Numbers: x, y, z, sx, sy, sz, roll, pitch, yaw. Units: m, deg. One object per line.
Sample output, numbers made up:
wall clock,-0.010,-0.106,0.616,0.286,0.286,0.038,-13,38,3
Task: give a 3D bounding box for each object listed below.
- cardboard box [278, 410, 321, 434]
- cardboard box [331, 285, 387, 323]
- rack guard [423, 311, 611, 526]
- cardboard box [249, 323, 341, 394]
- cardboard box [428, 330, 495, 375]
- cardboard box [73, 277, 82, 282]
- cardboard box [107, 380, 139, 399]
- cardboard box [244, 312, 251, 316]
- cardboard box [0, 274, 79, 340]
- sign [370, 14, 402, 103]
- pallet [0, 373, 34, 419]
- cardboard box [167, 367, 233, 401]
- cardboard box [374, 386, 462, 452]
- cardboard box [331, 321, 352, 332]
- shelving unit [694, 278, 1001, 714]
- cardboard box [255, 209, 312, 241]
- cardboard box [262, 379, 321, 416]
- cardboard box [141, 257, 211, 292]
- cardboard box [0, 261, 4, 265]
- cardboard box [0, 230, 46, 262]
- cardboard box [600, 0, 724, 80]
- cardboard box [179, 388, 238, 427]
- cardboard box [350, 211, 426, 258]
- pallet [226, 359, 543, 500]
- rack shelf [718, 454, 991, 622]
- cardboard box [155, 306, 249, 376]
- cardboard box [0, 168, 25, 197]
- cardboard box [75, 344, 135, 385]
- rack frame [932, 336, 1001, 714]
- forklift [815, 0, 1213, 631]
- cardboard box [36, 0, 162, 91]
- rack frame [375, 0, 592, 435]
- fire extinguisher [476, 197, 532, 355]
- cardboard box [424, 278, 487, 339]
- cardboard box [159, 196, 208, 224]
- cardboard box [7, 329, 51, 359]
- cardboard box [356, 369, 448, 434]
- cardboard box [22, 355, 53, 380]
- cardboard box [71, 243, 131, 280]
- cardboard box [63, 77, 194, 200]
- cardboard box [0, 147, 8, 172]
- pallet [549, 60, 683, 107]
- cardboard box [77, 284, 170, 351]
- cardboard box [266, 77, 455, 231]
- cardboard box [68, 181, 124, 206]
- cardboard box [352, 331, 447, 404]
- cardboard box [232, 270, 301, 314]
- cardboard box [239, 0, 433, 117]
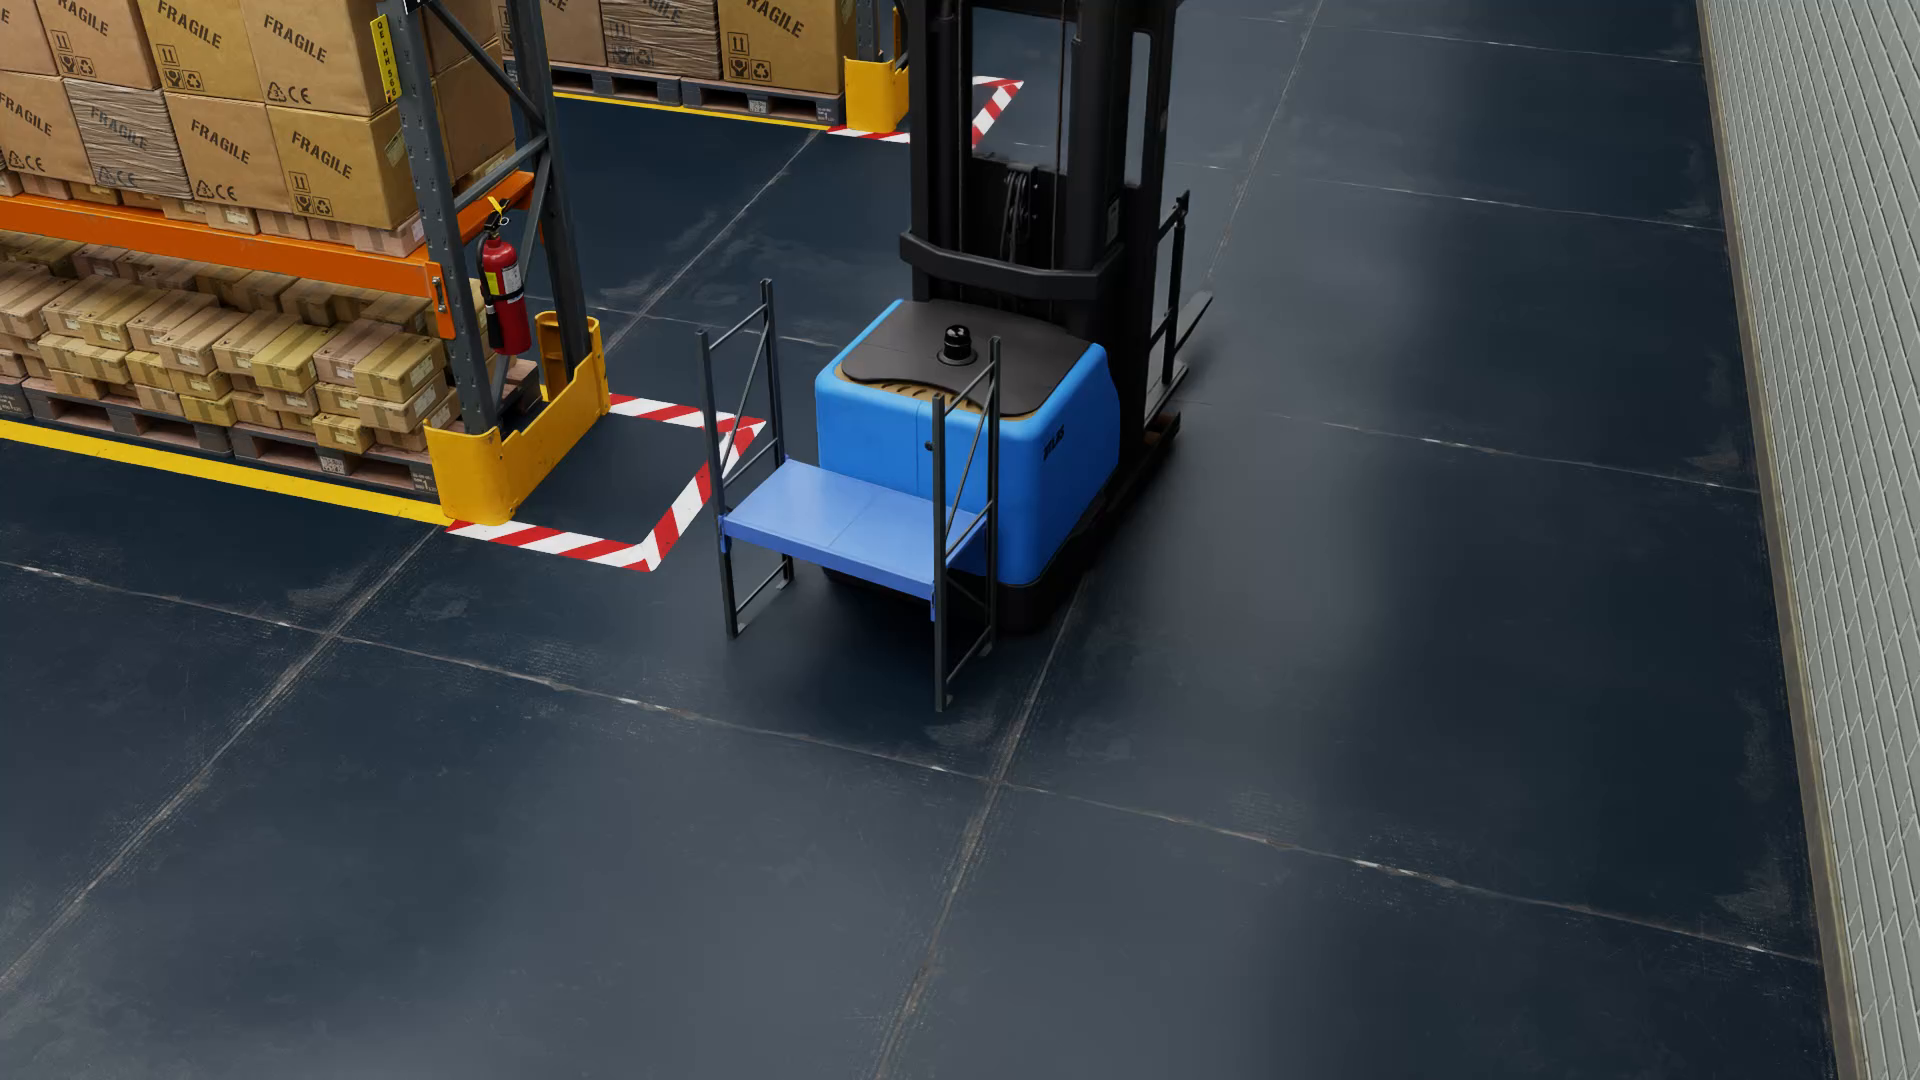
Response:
cardboard box,-3.140,-0.690,8.207,0.250,0.149,0.380,10,38,14
cardboard box,-2.974,-1.253,8.471,0.250,0.149,0.380,10,38,14
rack guard,-2.146,-0.617,8.166,0.348,0.500,1.175,10,38,14
cardboard box,-3.162,-0.872,7.953,0.250,0.149,0.380,10,37,13
cardboard box,-2.497,-0.989,8.363,0.250,0.149,0.380,12,38,16
cardboard box,-4.514,-1.370,8.881,0.250,0.149,0.380,11,38,15
cardboard box,-4.116,-0.882,8.469,0.250,0.149,0.380,12,38,15
cardboard box,-3.496,-1.162,8.598,0.250,0.149,0.380,9,37,12
cardboard box,-4.649,-1.176,8.366,0.250,0.149,0.380,11,38,15
sign,-2.258,-1.893,6.548,0.005,0.325,0.100,10,38,14
pallet,-5.240,-1.095,9.060,1.213,0.211,1.003,10,38,14
cardboard box,-3.657,-0.858,8.185,0.250,0.149,0.380,11,38,15
cardboard box,-2.638,-0.606,8.094,0.250,0.149,0.380,11,38,15
cardboard box,-3.002,-1.062,8.462,0.250,0.149,0.380,11,38,14
shelving unit,-0.425,-0.168,6.714,1.048,1.500,0.538,17,40,22
cardboard box,-2.939,-1.508,7.480,0.250,0.149,0.380,10,38,13
cardboard box,-3.159,-0.773,8.070,0.250,0.149,0.380,9,37,12
cardboard box,-4.003,-1.367,8.626,0.250,0.149,0.380,11,38,14
cardboard box,-5.123,-1.300,8.535,0.250,0.149,0.380,10,38,13
cardboard box,-4.979,-1.599,8.941,0.250,0.149,0.380,10,38,13
cardboard box,-2.001,-3.941,12.012,0.875,0.875,0.875,10,38,14
cardboard box,-3.642,-0.735,8.270,0.250,0.149,0.380,9,37,12
cardboard box,-2.469,-1.407,7.342,0.250,0.149,0.380,11,38,14
pallet,-2.911,-0.664,8.474,1.213,0.211,1.003,10,38,14
rack shelf,-0.425,-0.024,6.820,1.000,0.185,0.538,17,40,22
cardboard box,-3.663,-0.969,8.085,0.250,0.149,0.380,12,38,16
cardboard box,-4.447,-1.775,7.844,0.250,0.149,0.380,12,38,16
cardboard box,-4.167,-0.946,8.305,0.250,0.149,0.380,11,38,14
rack frame,0.027,-0.031,6.526,0.032,1.500,0.500,17,40,22
forklift,0.462,-1.655,7.526,1.130,2.935,3.031,15,39,20
cardboard box,-3.567,-2.289,7.151,0.500,0.500,0.500,12,38,16
rack frame,-2.073,-1.610,7.407,0.127,3.000,1.000,10,38,14
fire extinguisher,-1.971,-1.123,7.125,0.183,0.674,0.296,10,38,14
cardboard box,-2.472,-1.155,8.338,0.250,0.149,0.380,9,37,12
cardboard box,-3.432,-1.603,7.609,0.250,0.149,0.380,9,37,12
cardboard box,-4.617,-1.085,8.493,0.250,0.149,0.380,12,38,16
cardboard box,-2.662,-0.683,7.947,0.250,0.149,0.380,10,37,13
cardboard box,-4.609,-0.986,8.610,0.250,0.149,0.380,9,37,12
cardboard box,-4.468,-1.514,8.825,0.250,0.149,0.380,9,37,12
cardboard box,-3.556,-1.882,7.441,0.500,0.500,0.500,11,38,14
cardboard box,-4.549,-2.054,7.675,0.500,0.500,0.500,10,37,13
pallet,-2.445,-3.589,12.449,1.213,0.211,1.003,10,38,14
cardboard box,-4.140,-1.109,8.275,0.250,0.149,0.380,11,38,14
cardboard box,-2.579,-1.704,7.199,0.500,0.500,0.500,11,38,15
cardboard box,-3.930,-1.722,7.771,0.250,0.149,0.380,11,38,15
cardboard box,-2.654,-0.821,7.884,0.250,0.149,0.380,11,38,14
cardboard box,-3.497,-1.304,8.541,0.250,0.149,0.380,12,38,16
cardboard box,-2.584,-2.113,6.911,0.500,0.500,0.500,10,37,13
